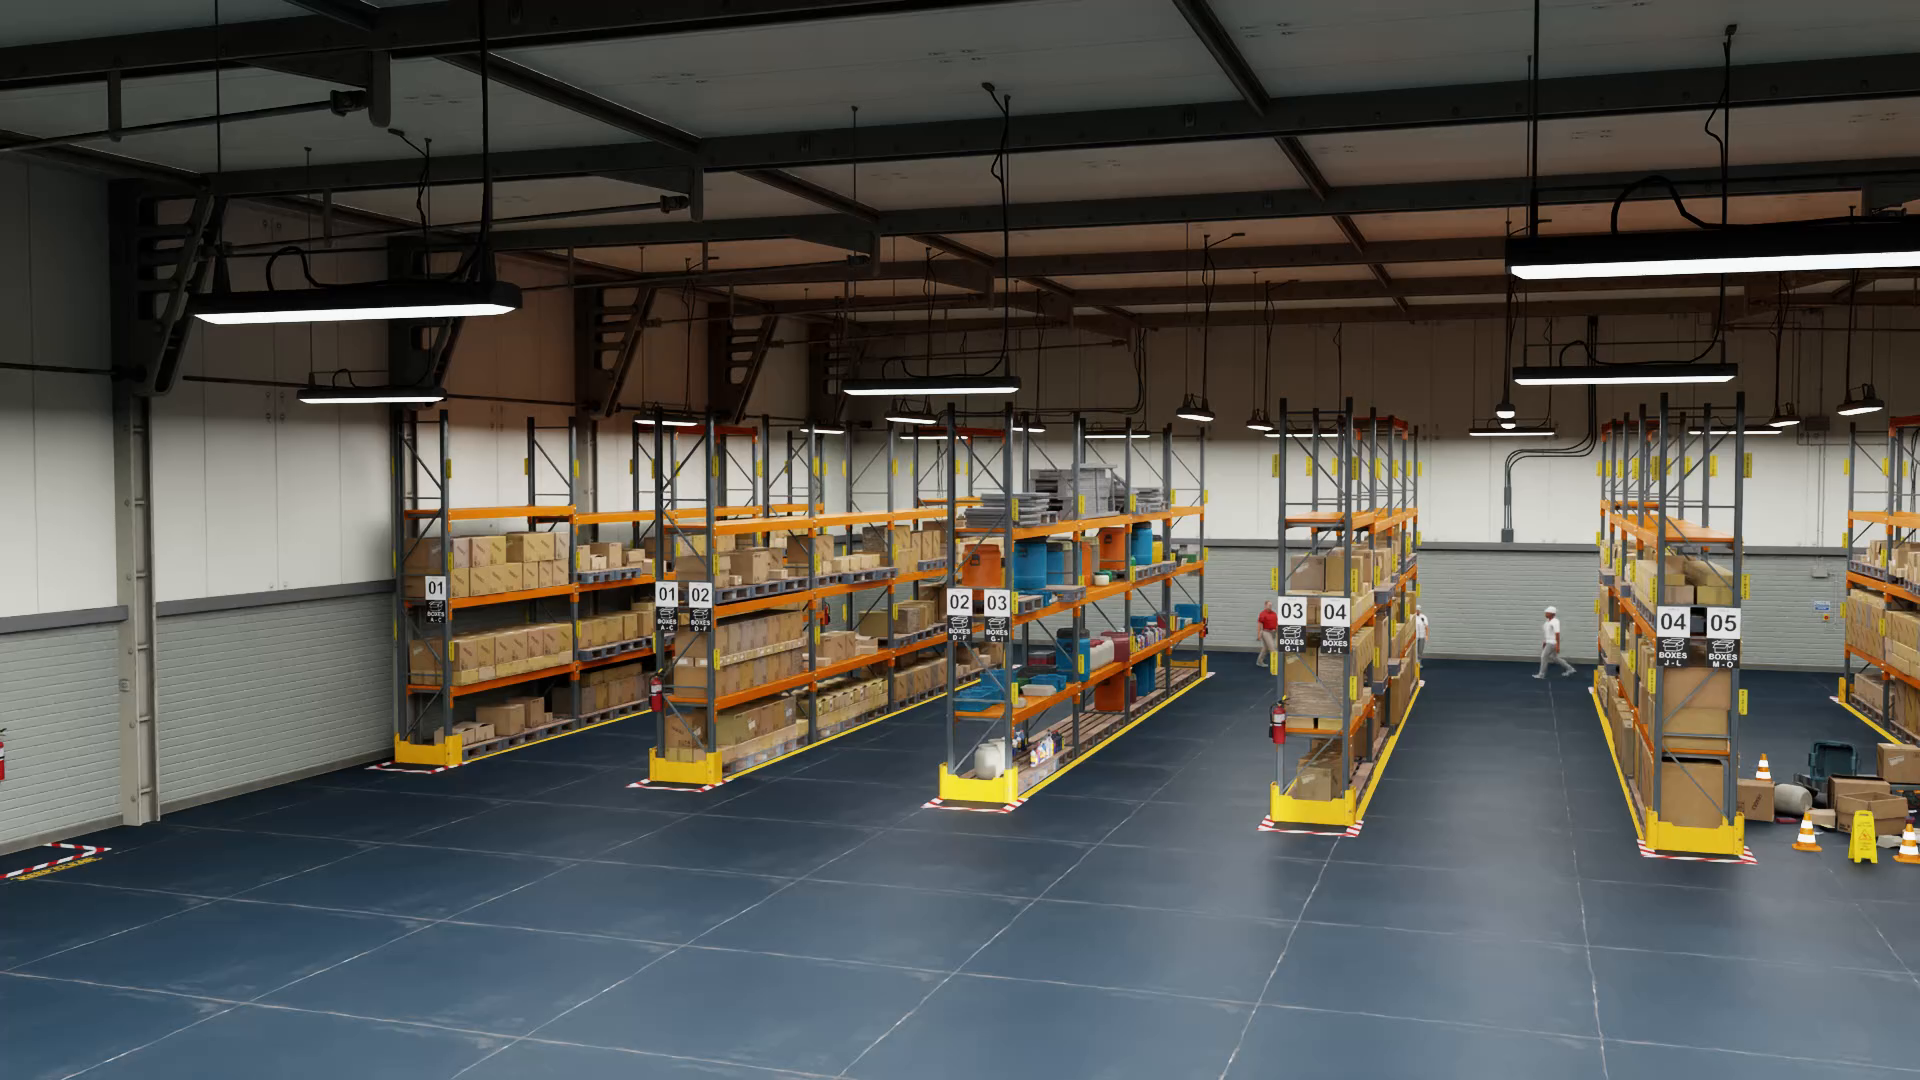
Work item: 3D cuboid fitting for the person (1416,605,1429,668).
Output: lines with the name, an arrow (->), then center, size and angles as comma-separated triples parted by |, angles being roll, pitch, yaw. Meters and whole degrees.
person -> 11.376, 2.407, 41.256 | 0.499, 1.599, 1.020 | 0, 2, 7

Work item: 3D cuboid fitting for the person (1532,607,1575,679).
person -> 14.090, 2.442, 39.474 | 0.989, 1.734, 0.579 | 1, 3, 13

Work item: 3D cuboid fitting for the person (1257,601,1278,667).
person -> 7.794, 2.361, 41.550 | 0.560, 1.677, 0.996 | -2, 3, -43
